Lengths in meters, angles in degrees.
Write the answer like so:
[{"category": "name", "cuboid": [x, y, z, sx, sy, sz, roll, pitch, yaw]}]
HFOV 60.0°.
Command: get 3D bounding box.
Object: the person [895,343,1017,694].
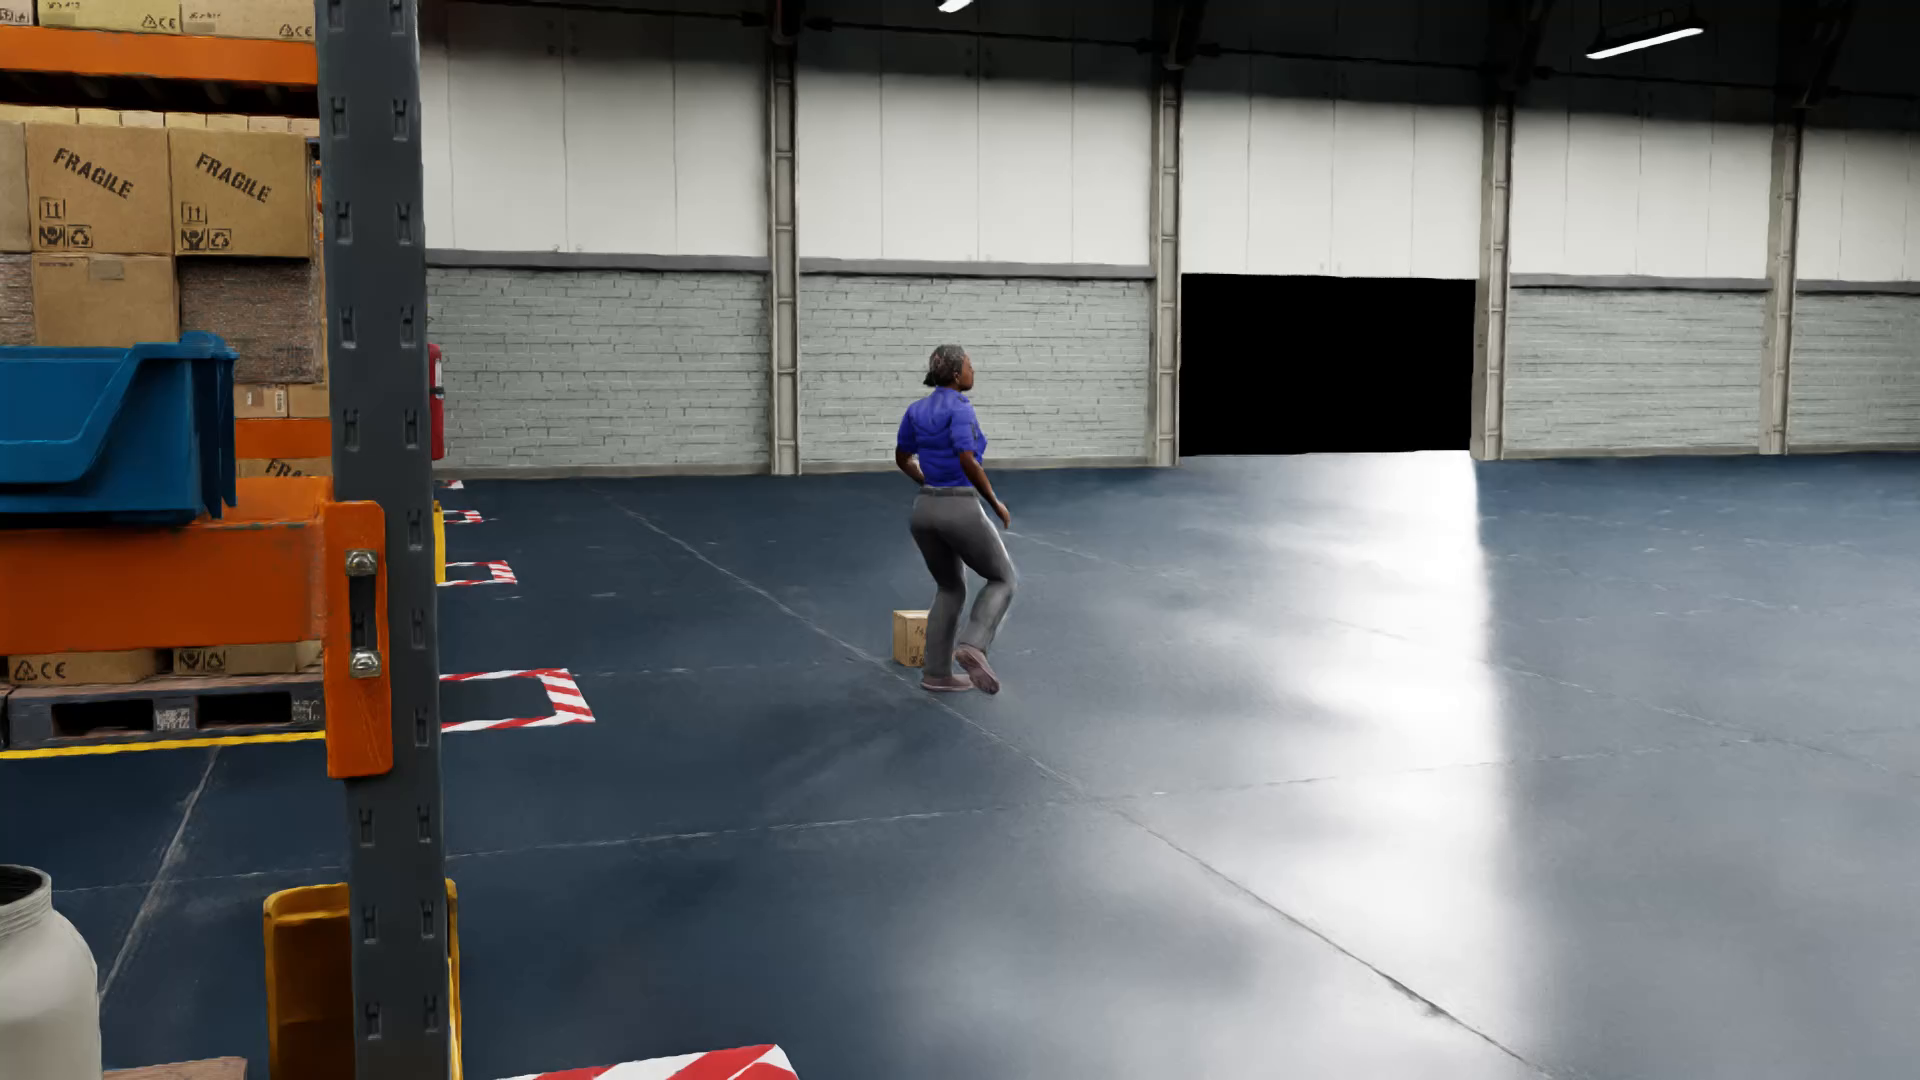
[{"category": "person", "cuboid": [-0.022, -0.095, 7.734, 0.621, 1.627, 0.469, 5, 8, 41]}]
